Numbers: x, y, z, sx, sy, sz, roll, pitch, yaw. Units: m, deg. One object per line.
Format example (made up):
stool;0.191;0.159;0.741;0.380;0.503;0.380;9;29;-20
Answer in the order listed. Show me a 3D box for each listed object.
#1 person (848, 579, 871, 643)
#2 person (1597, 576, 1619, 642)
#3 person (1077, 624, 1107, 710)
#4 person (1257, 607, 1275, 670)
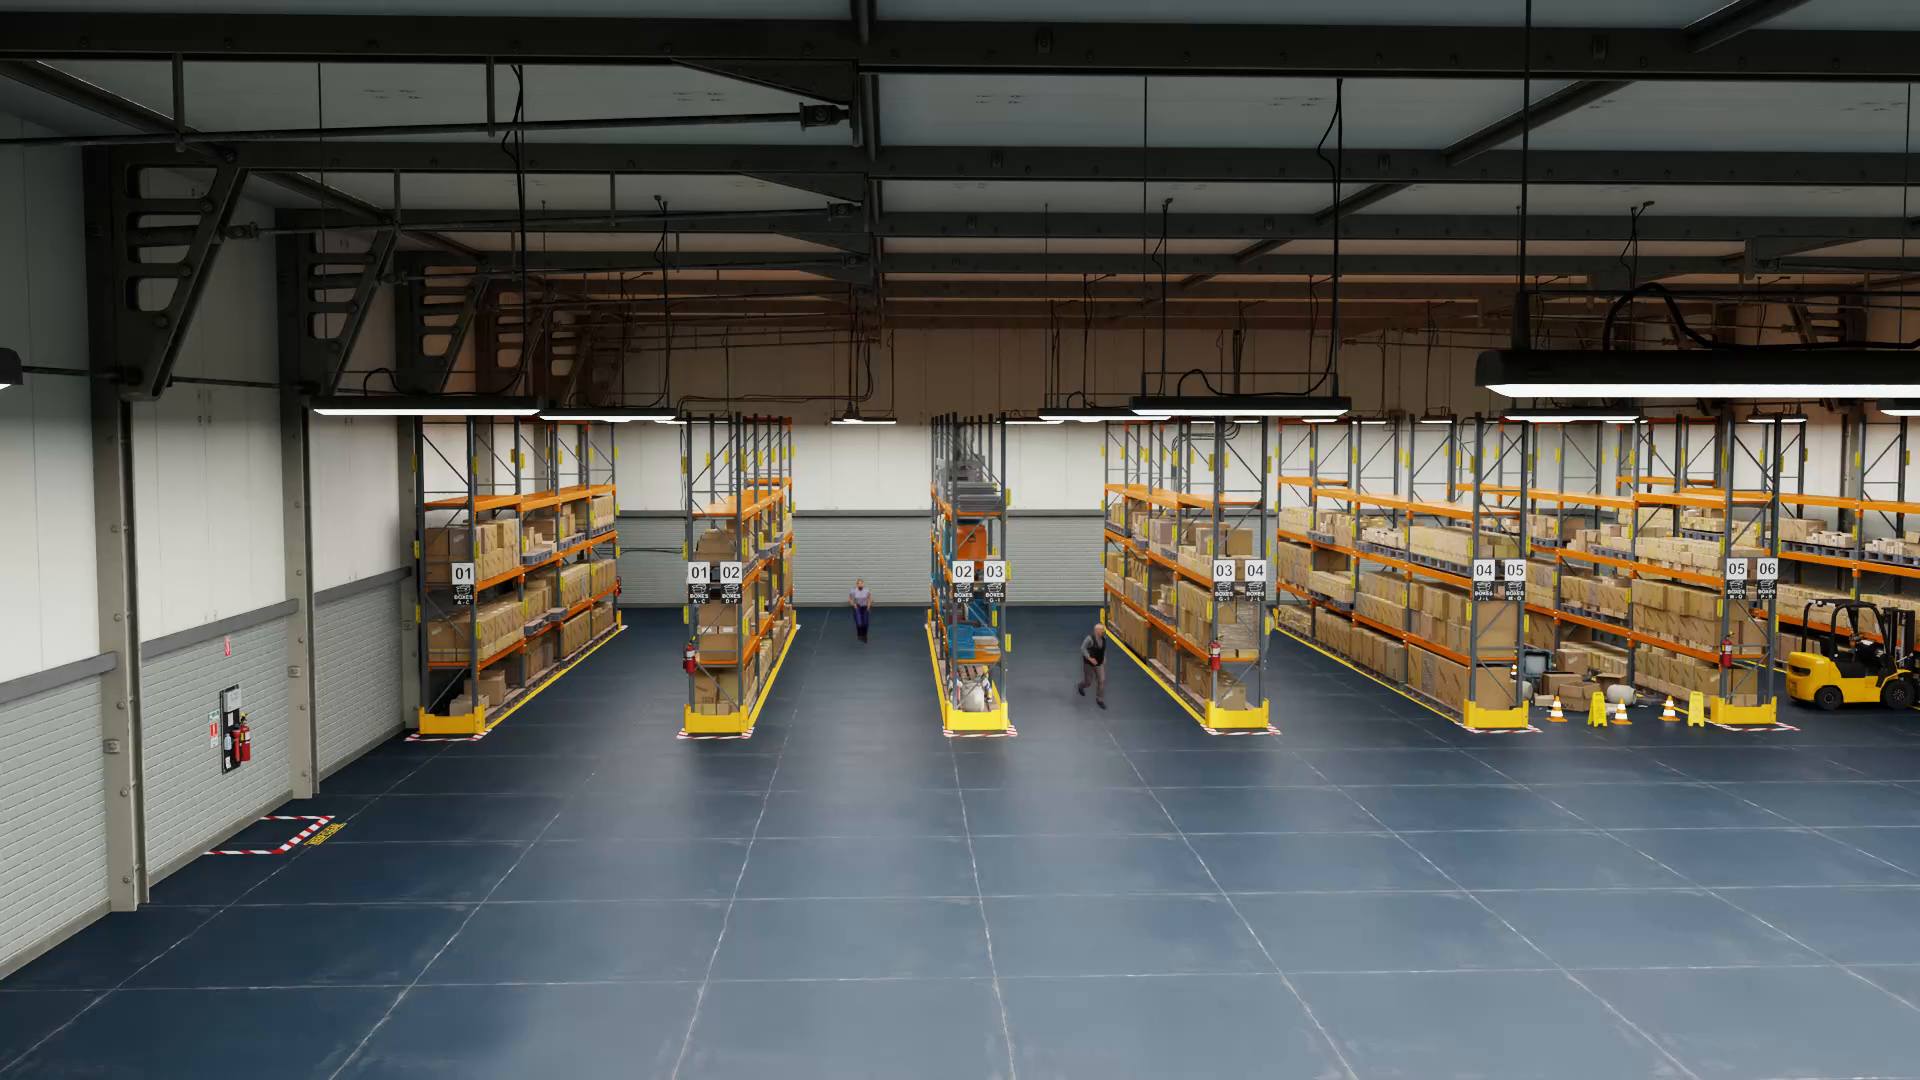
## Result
person;-2.548;1.831;42.514;0.607;1.654;0.527;-1;4;-9
person;17.031;1.837;43.931;0.671;1.783;0.884;-1;4;-12
person;2.727;2.567;34.124;0.659;1.717;1.062;-2;4;-25
person;7.127;2.315;39.102;0.528;1.530;0.663;-1;4;-12
